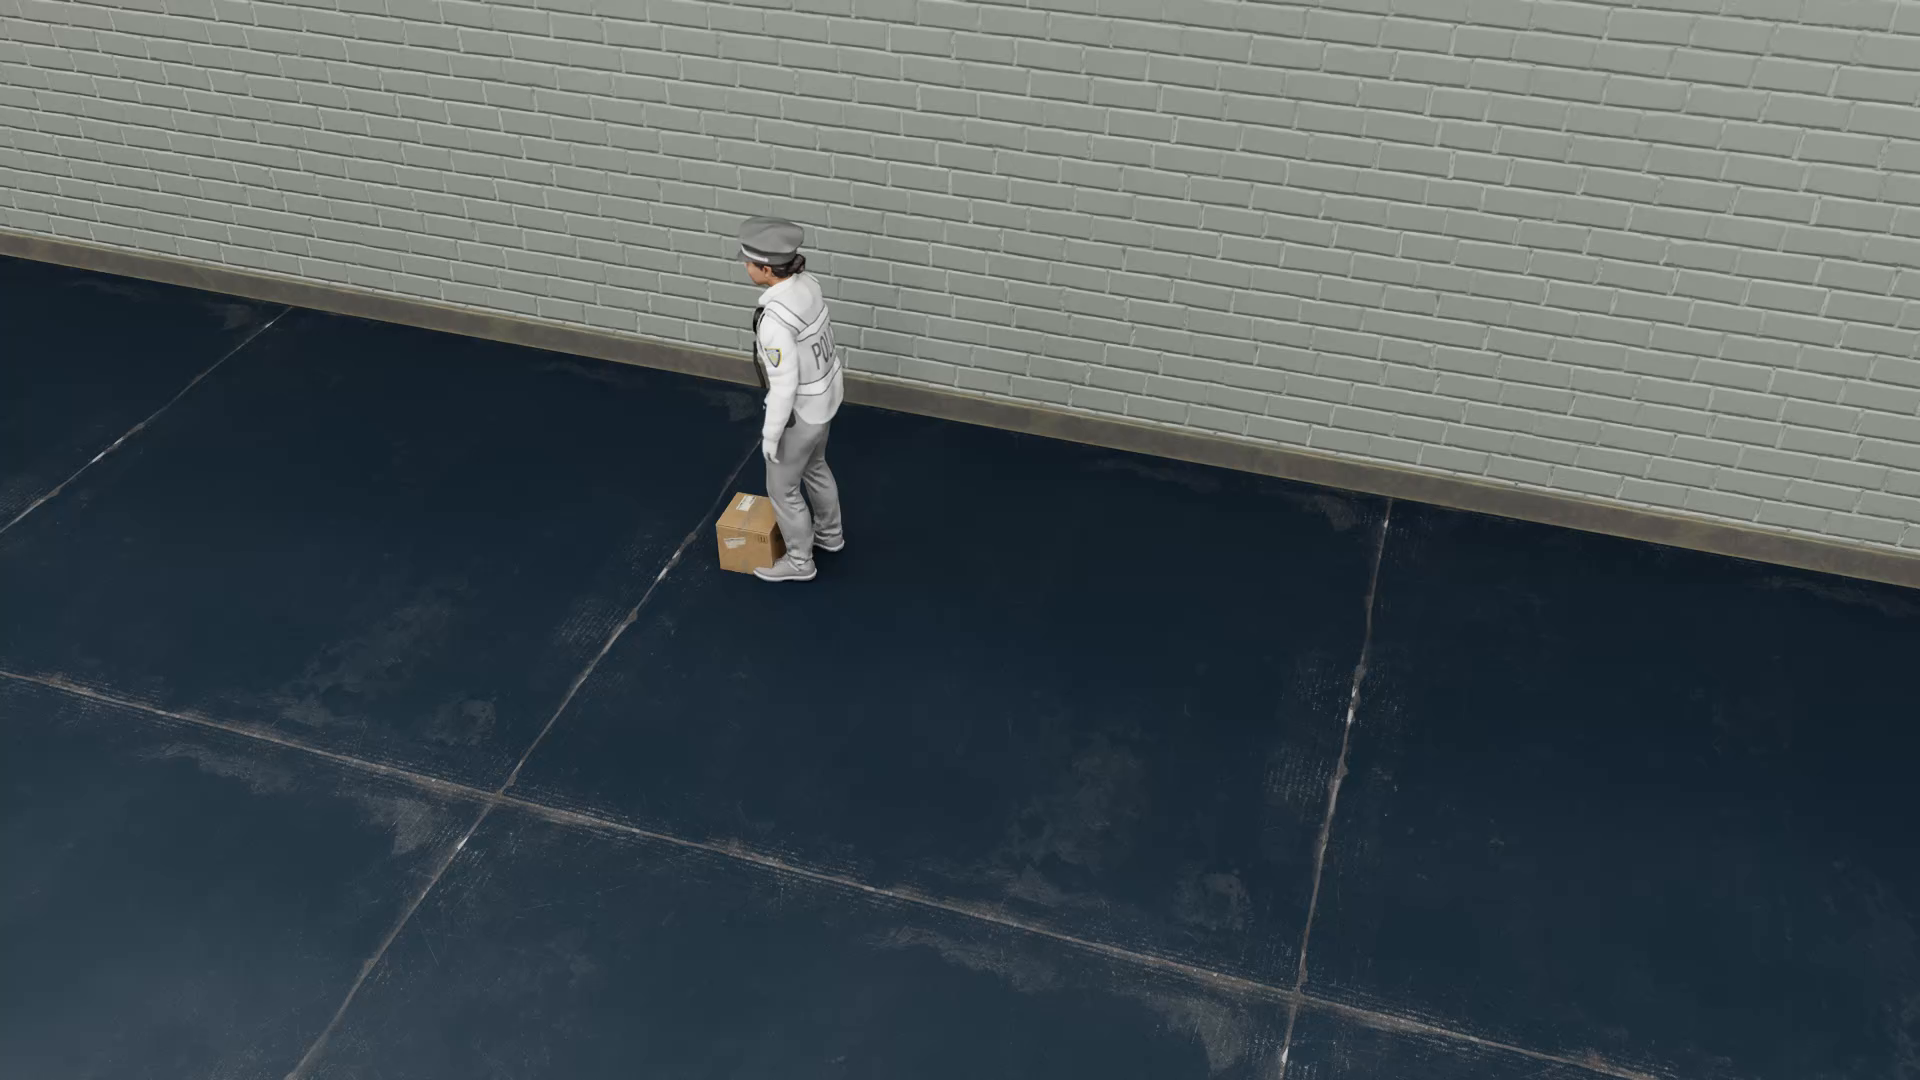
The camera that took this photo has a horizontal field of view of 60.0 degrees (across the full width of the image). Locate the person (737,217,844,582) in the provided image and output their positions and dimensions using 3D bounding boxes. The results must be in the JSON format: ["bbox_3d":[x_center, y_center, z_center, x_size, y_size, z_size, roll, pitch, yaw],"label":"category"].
[{"bbox_3d":[-0.695,-0.544,6.860,0.408,1.667,0.547,9,38,11],"label":"person"}]
